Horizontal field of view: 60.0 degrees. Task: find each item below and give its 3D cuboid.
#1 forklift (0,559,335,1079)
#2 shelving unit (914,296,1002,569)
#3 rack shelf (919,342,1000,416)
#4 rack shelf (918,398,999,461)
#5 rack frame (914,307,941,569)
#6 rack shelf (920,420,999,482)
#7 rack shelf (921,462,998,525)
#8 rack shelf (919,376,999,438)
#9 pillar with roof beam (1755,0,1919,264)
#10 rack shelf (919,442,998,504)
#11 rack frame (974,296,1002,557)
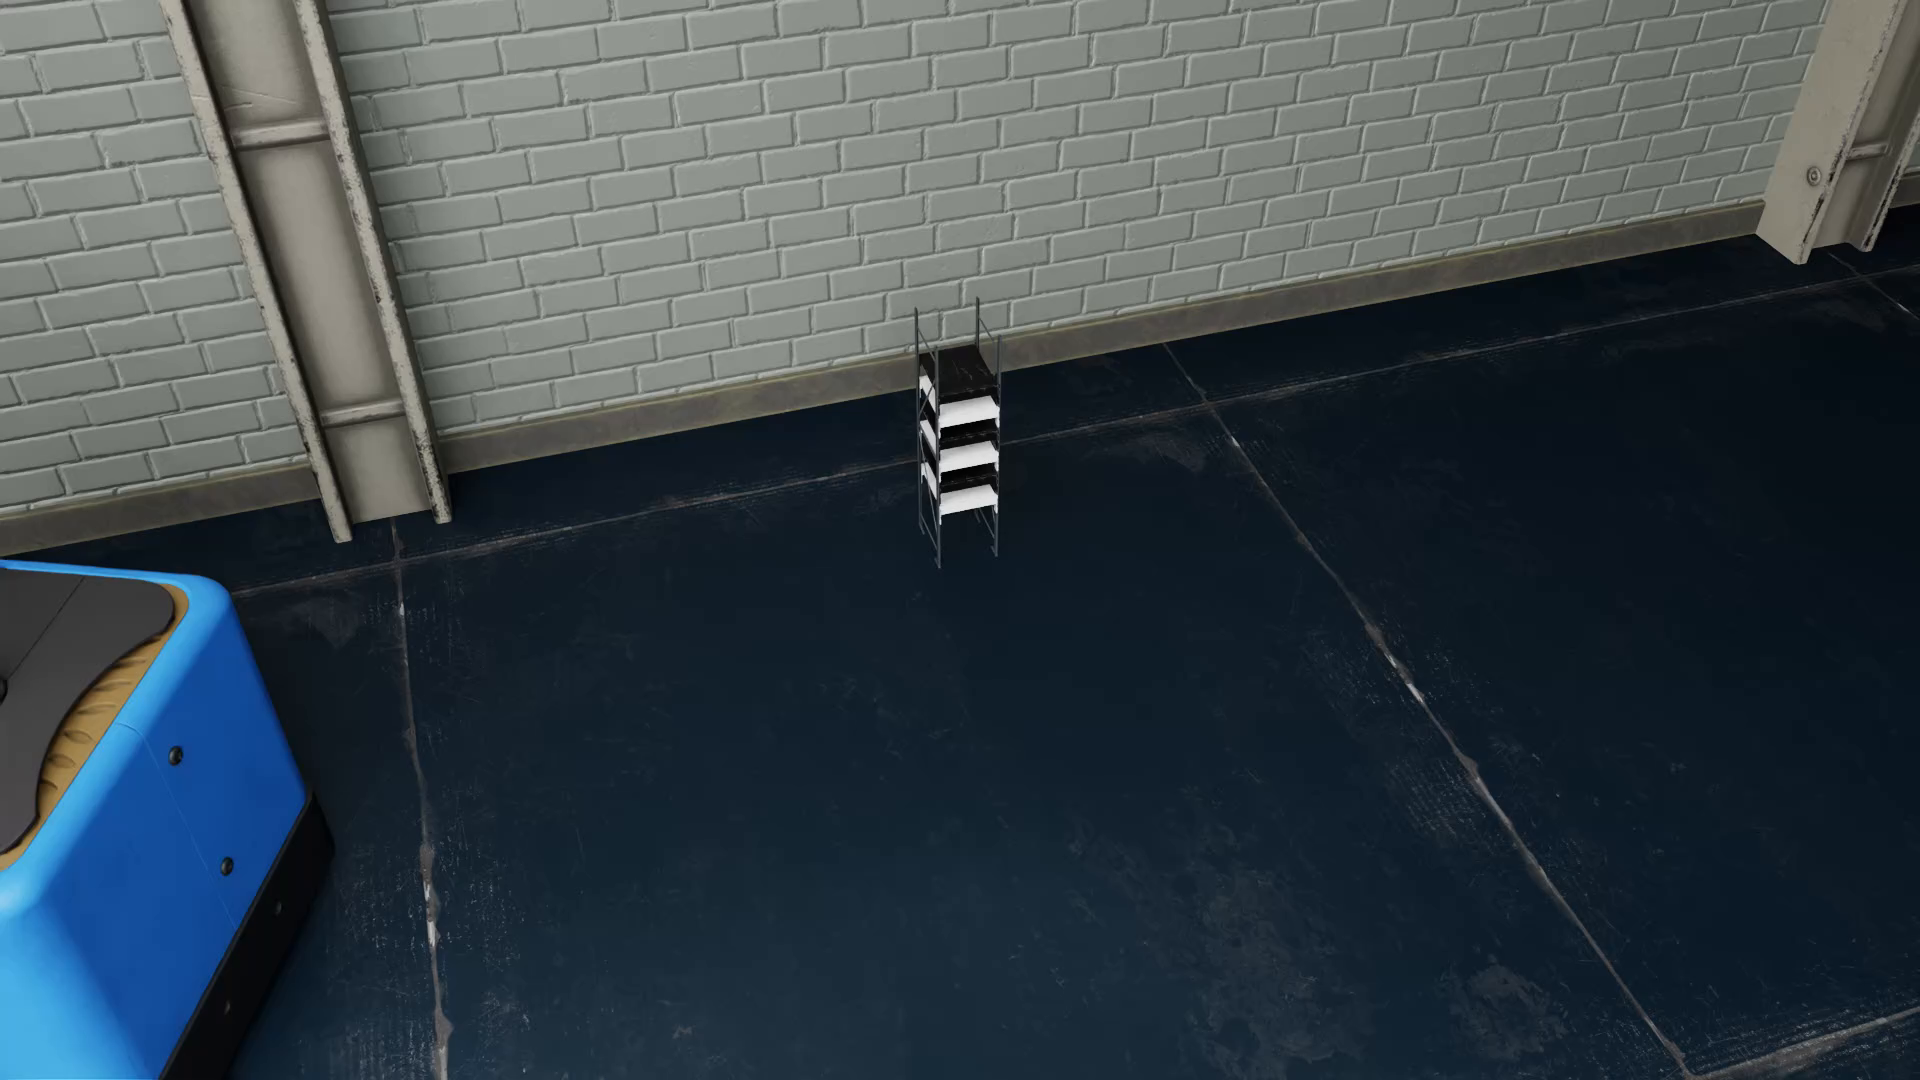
[{"bbox_3d":[-3.300,-0.005,3.528,3.031,2.935,1.130,4,41,5],"label":"forklift"},{"bbox_3d":[-0.008,-0.337,5.452,0.210,0.900,0.258,-12,42,-13],"label":"shelving unit"},{"bbox_3d":[-0.008,-0.516,5.296,0.200,0.077,0.258,-12,42,-13],"label":"rack shelf"},{"bbox_3d":[-0.008,-0.380,5.415,0.200,0.077,0.258,-12,42,-13],"label":"rack shelf"},{"bbox_3d":[-0.105,-0.317,5.429,0.006,0.900,0.240,-12,42,-13],"label":"rack frame"},{"bbox_3d":[-0.008,-0.312,5.474,0.200,0.077,0.258,-12,42,-13],"label":"rack shelf"},{"bbox_3d":[-0.008,-0.177,5.592,0.200,0.077,0.258,-12,42,-13],"label":"rack shelf"},{"bbox_3d":[-0.008,-0.448,5.356,0.200,0.077,0.258,-12,42,-13],"label":"rack shelf"},{"bbox_3d":[5.004,-1.997,1.197,0.400,9.000,9.100,-12,42,-13],"label":"pillar with roof beam"},{"bbox_3d":[-0.008,-0.244,5.533,0.200,0.077,0.258,-12,42,-13],"label":"rack shelf"},{"bbox_3d":[0.089,-0.357,5.475,0.006,0.900,0.240,-12,42,-13],"label":"rack frame"}]
